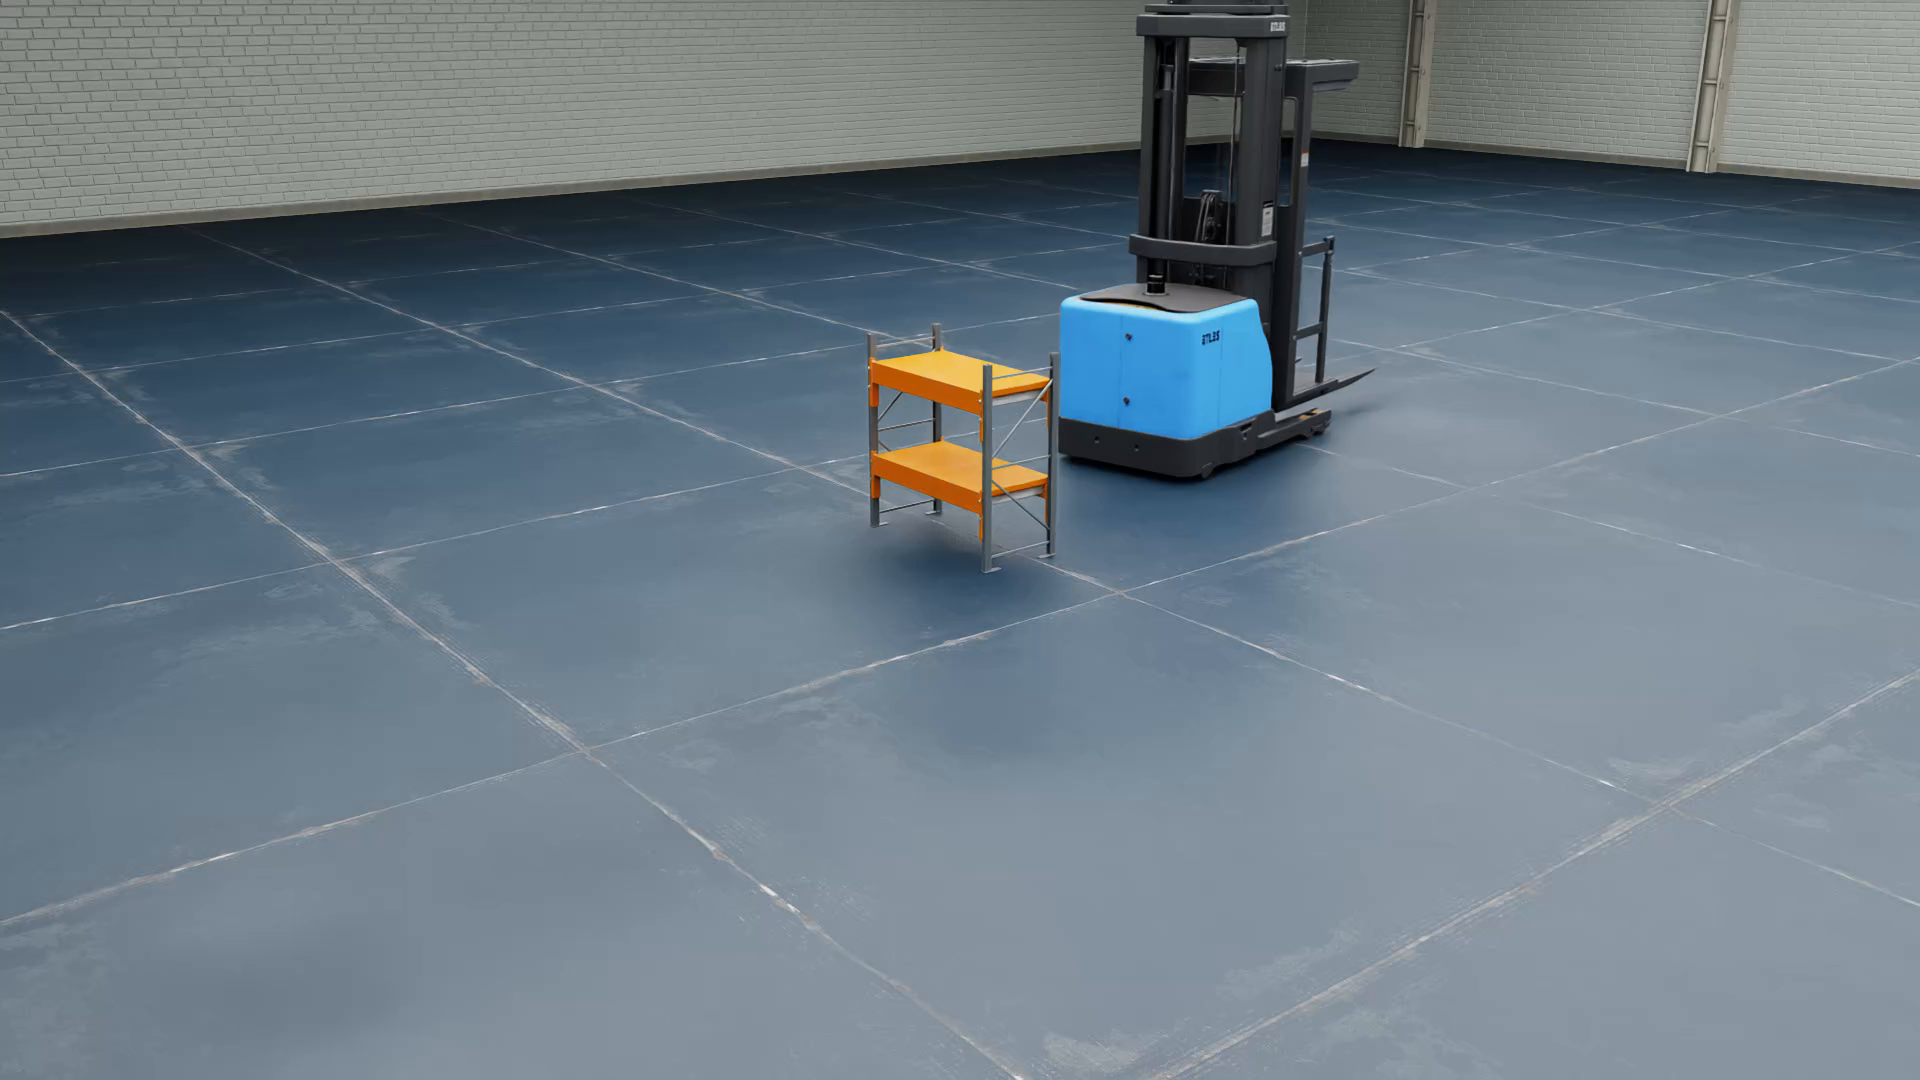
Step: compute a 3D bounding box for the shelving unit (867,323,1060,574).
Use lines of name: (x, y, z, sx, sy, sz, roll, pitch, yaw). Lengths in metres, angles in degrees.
shelving unit: (0.004, -0.532, 9.181, 0.538, 1.125, 1.048, -14, 23, -36)

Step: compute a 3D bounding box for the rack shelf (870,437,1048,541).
rack shelf: (0.004, -0.300, 9.258, 0.538, 0.278, 1.000, -14, 23, -36)

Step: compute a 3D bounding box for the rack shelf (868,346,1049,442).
rack shelf: (0.004, -0.810, 9.089, 0.538, 0.278, 1.000, -14, 23, -36)

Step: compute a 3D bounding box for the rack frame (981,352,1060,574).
rack frame: (0.320, -0.407, 8.802, 0.500, 1.125, 0.032, -14, 23, -36)

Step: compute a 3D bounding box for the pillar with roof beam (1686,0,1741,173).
pillar with roof beam: (9.247, -9.707, 24.361, 9.100, 9.000, 0.400, -14, 23, -36)

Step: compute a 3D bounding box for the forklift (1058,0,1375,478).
forklift: (1.938, -2.174, 11.266, 1.130, 2.935, 3.031, 14, 23, 36)

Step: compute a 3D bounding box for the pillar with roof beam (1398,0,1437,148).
pillar with roof beam: (5.521, -11.185, 28.826, 9.100, 9.000, 0.400, -14, 23, -36)

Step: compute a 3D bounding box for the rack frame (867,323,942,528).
rack frame: (-0.311, -0.658, 9.559, 0.500, 1.125, 0.032, -14, 23, -36)
